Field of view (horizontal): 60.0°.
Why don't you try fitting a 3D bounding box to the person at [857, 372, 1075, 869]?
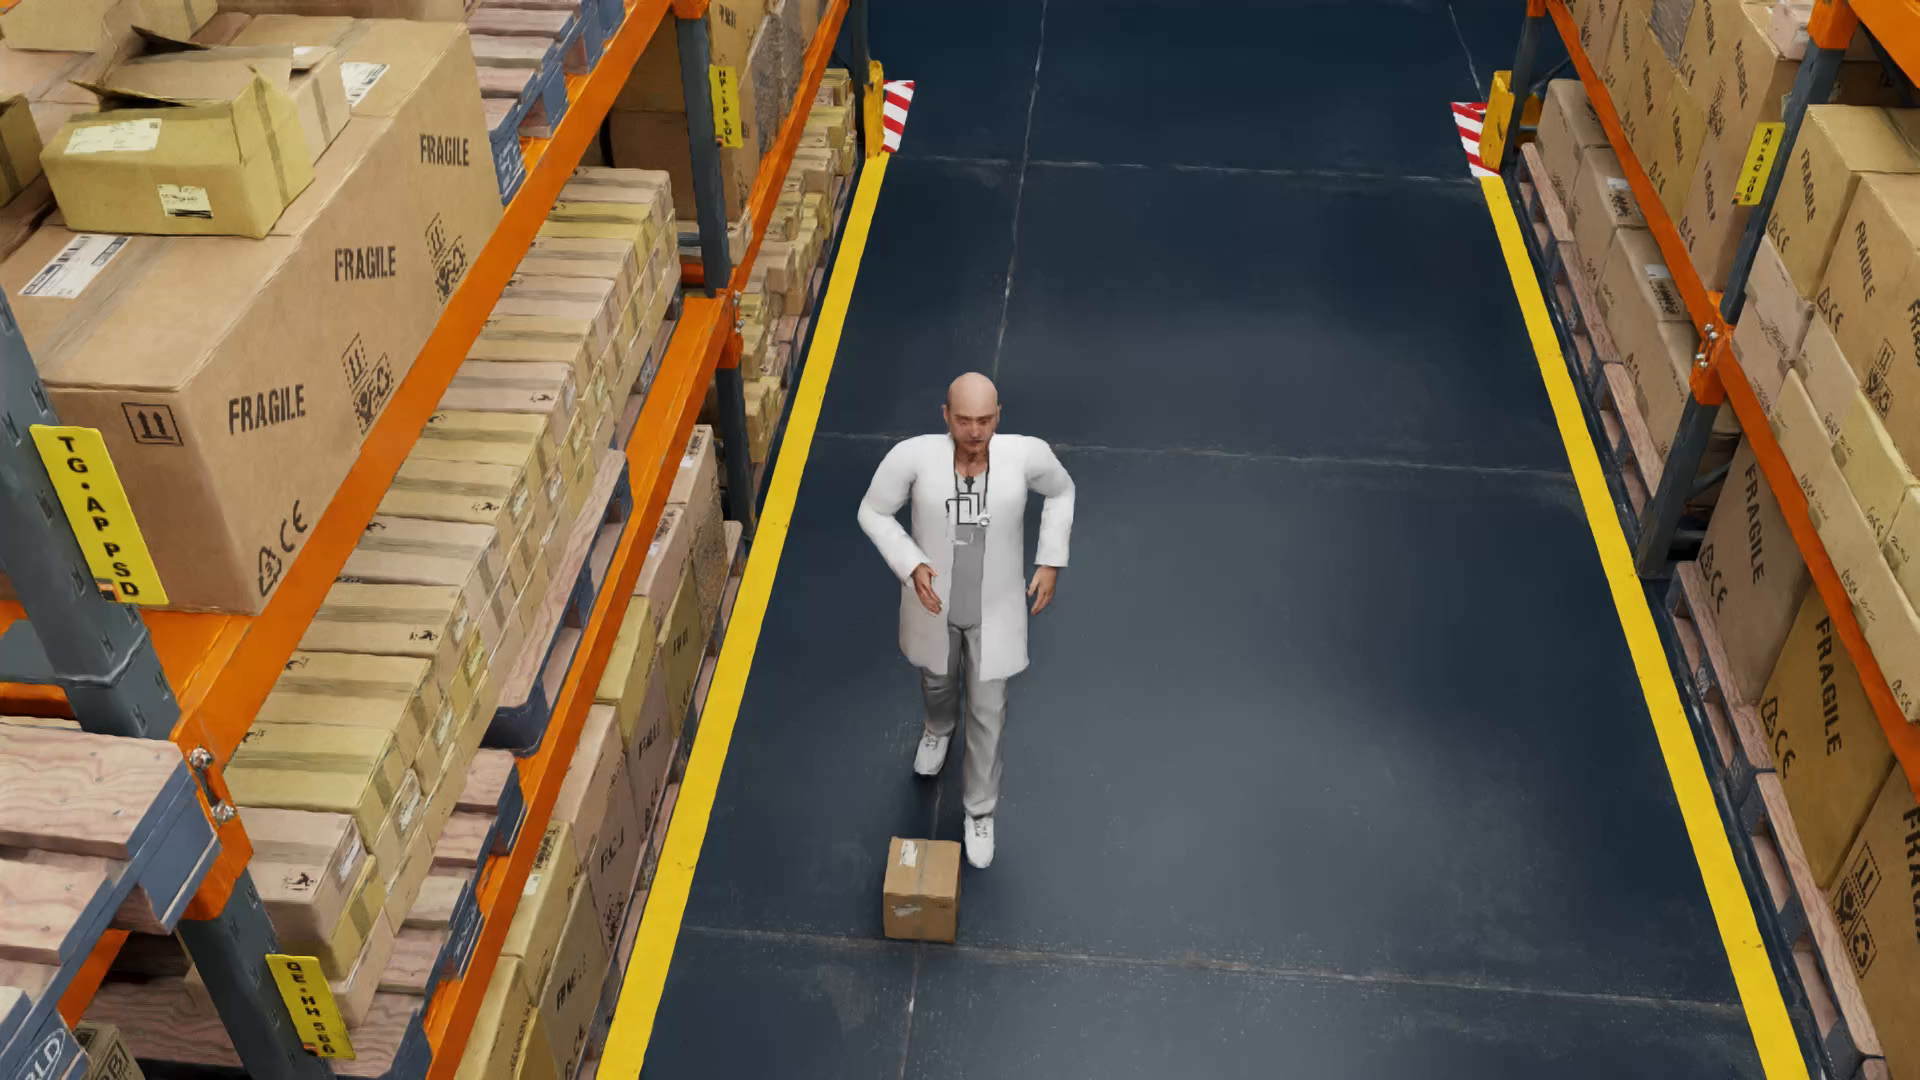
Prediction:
[{"bbox_3d":[0.023,0.279,5.839,0.760,1.790,0.788,0,40,0],"label":"person"}]
